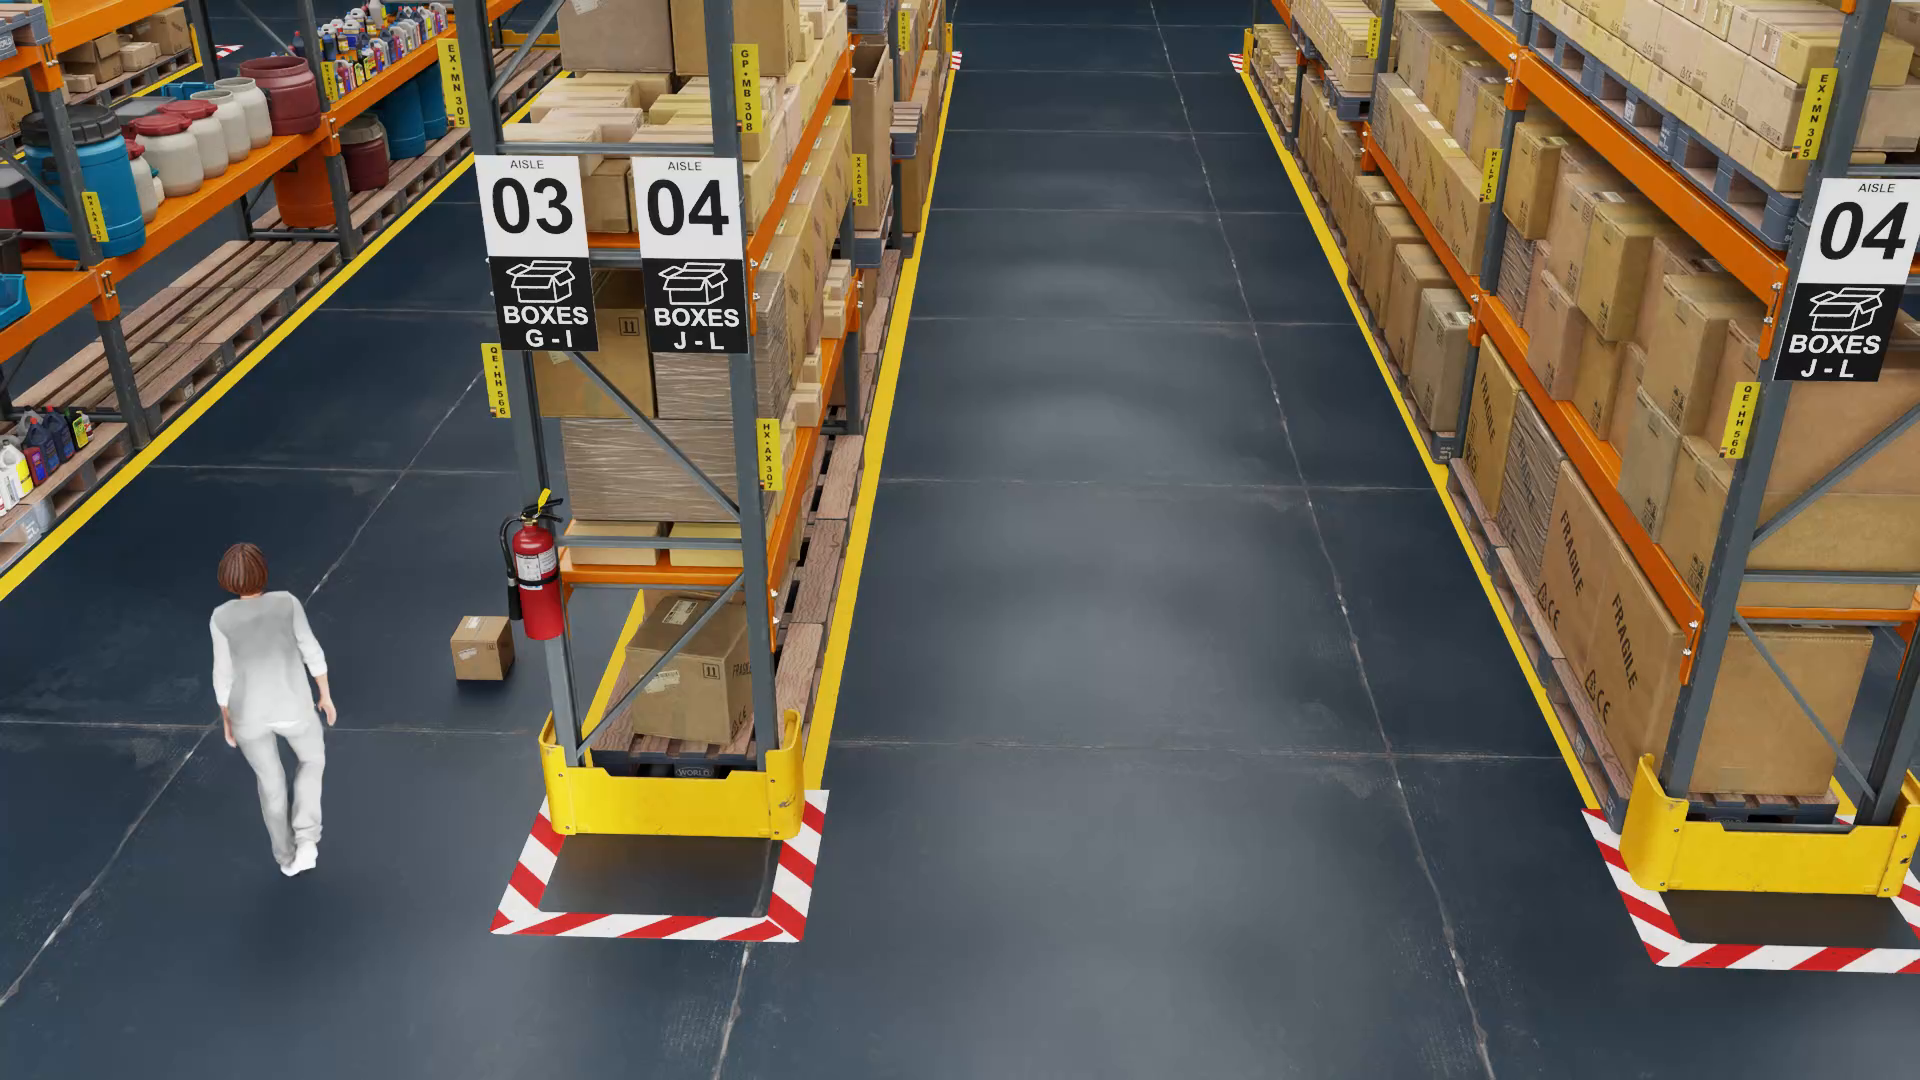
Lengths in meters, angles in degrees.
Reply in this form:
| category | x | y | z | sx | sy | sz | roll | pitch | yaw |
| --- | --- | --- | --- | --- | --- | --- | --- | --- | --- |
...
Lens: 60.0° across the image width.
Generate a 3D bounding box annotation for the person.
| category | x | y | z | sx | sy | sz | roll | pitch | yaw |
| --- | --- | --- | --- | --- | --- | --- | --- | --- | --- |
| person | -2.938 | 0.772 | 7.175 | 0.462 | 1.570 | 0.501 | -11 | 30 | -19 |
